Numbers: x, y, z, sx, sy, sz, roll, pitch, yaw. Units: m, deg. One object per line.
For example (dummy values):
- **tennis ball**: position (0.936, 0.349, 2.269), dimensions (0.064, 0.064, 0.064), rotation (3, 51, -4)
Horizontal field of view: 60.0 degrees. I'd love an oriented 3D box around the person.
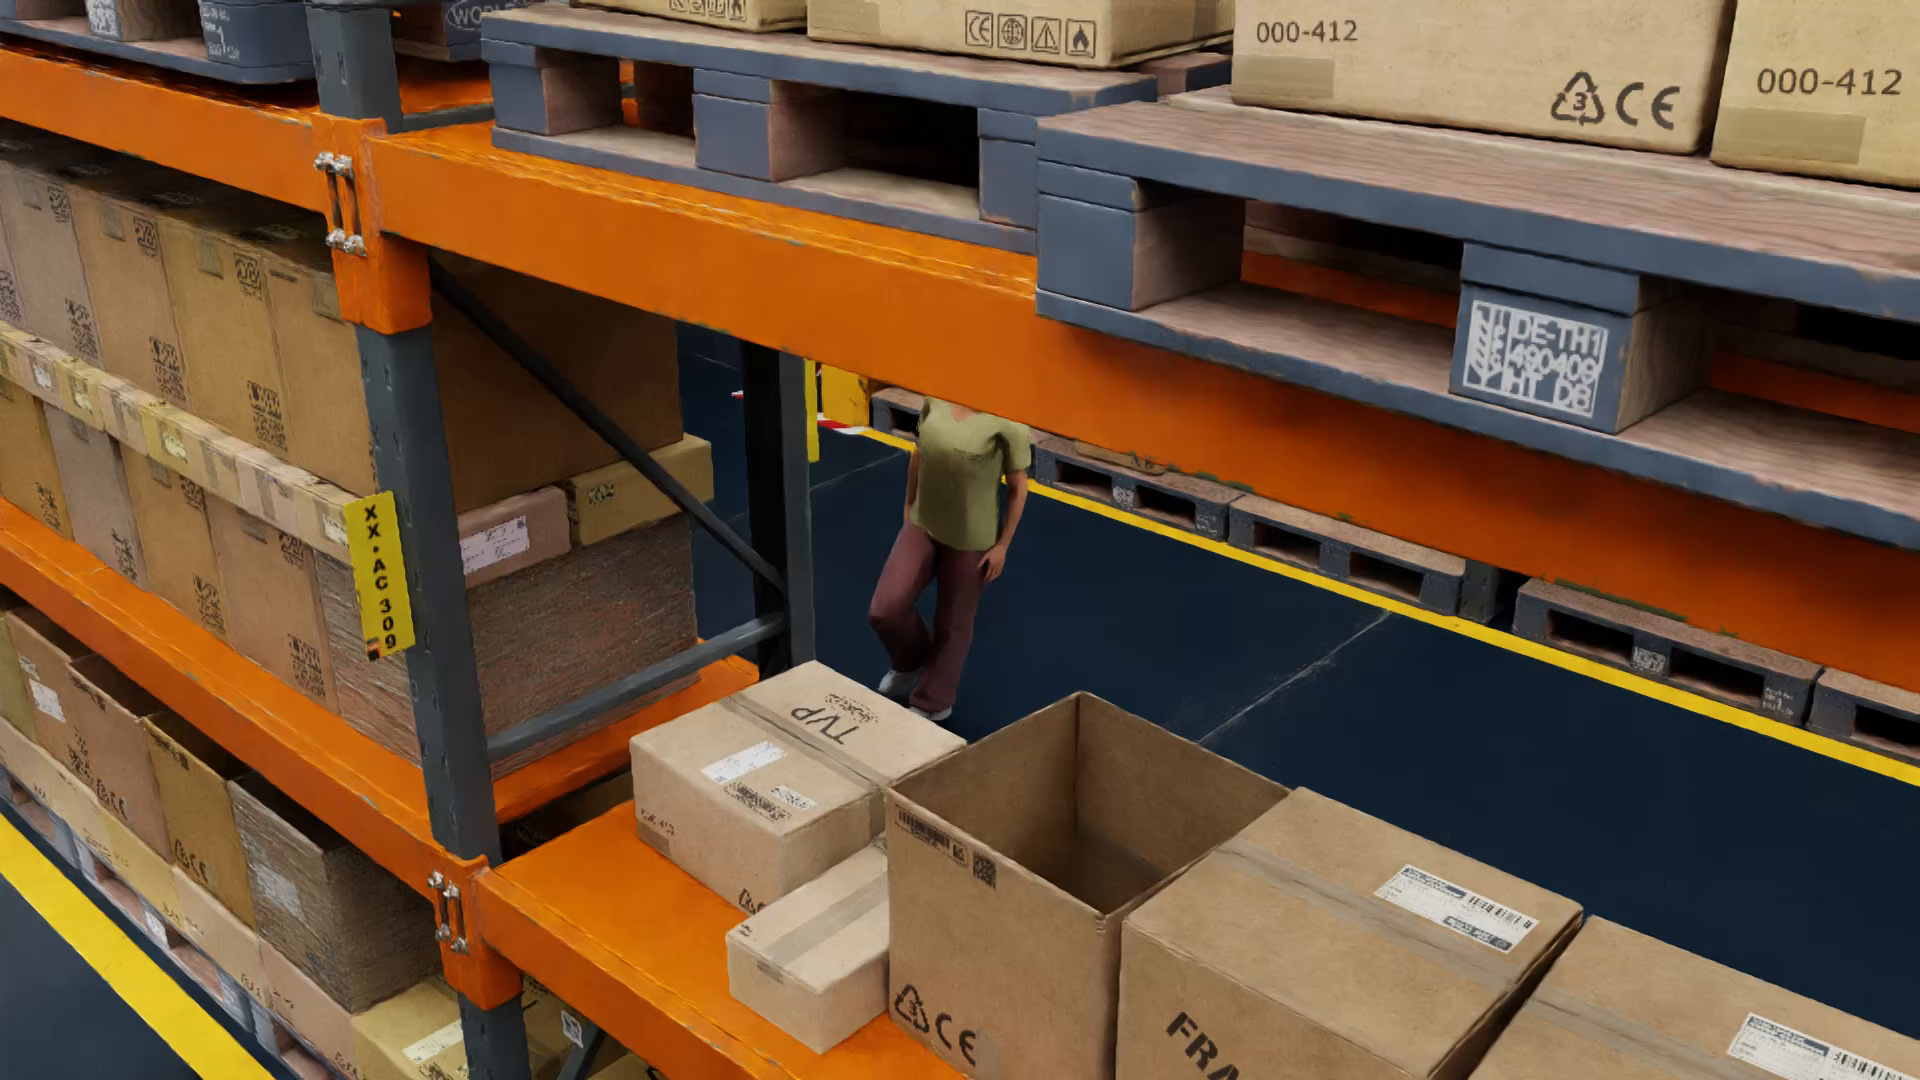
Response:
- **person**: position (-0.086, 0.100, 6.153), dimensions (0.655, 1.421, 0.437), rotation (15, 28, 31)
